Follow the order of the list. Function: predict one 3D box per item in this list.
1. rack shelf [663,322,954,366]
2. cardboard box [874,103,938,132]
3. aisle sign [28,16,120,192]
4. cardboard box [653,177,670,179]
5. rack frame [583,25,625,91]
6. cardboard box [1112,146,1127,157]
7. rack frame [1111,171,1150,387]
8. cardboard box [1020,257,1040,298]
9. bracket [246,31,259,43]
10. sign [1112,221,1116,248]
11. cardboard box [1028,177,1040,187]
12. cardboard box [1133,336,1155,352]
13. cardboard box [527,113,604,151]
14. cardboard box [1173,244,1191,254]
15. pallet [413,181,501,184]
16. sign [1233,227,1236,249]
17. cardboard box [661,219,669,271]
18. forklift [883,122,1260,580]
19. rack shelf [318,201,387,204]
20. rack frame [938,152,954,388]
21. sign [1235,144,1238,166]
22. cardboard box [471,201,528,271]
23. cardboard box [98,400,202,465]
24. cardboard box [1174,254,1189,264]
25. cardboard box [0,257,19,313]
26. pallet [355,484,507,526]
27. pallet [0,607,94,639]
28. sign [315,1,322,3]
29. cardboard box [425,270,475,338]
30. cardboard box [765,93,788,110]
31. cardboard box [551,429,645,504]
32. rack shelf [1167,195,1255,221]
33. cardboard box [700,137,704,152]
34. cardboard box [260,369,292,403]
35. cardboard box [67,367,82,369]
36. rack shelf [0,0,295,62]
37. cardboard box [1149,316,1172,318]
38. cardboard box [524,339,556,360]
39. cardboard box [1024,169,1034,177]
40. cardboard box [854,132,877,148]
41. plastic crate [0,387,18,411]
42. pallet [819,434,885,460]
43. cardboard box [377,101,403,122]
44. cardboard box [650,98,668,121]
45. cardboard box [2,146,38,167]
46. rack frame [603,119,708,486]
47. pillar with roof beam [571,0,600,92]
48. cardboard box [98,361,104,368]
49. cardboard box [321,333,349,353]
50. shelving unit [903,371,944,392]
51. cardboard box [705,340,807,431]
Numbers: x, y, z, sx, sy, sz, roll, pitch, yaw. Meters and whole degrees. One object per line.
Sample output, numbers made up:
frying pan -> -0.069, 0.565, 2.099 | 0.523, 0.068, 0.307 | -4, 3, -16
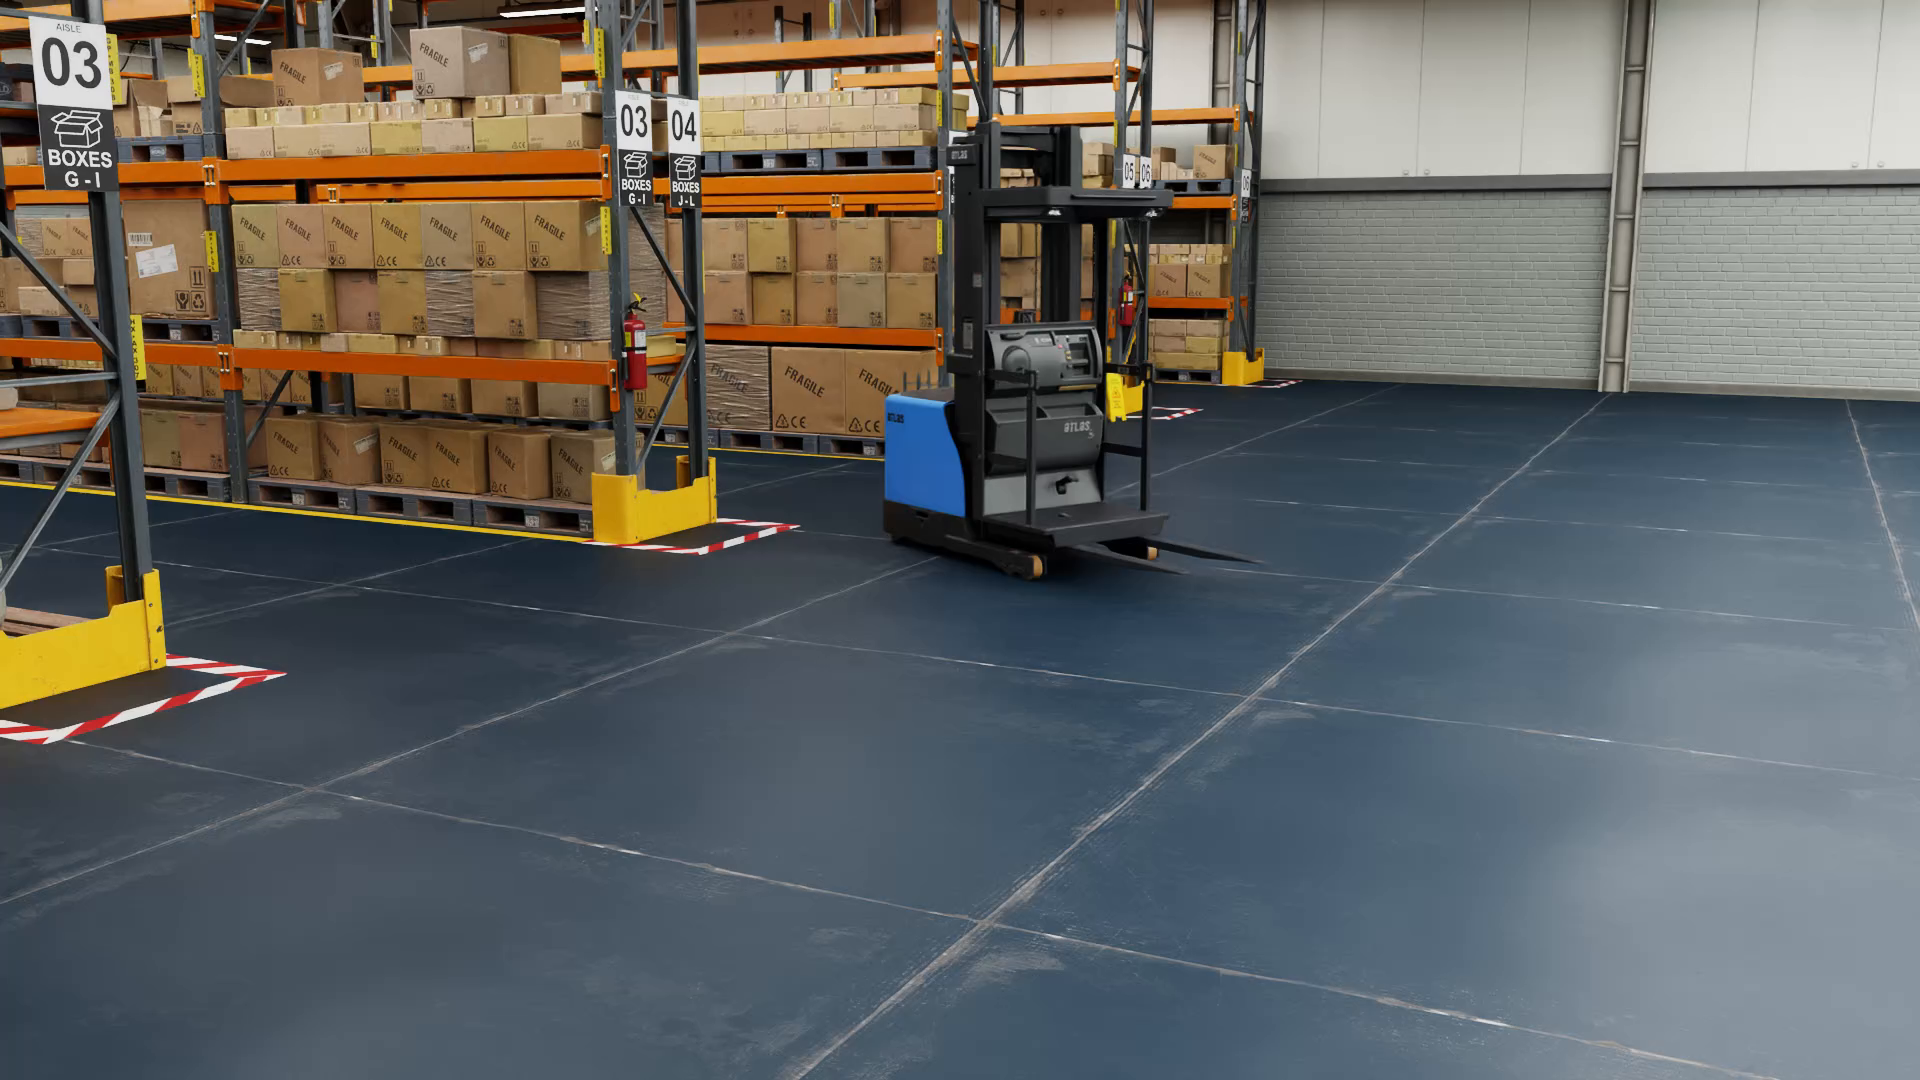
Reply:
rack shelf -> -1.736, -2.128, 17.585 | 4.000, 0.370, 1.077 | 5, 11, 26
cardboard box -> -0.505, -4.123, 16.291 | 0.500, 0.250, 0.500 | 5, 11, 27
aisle sign -> -4.225, -2.070, 7.943 | 0.004, 0.787, 0.394 | 5, 11, 26
cardboard box -> -4.171, -5.202, 23.848 | 0.500, 0.500, 0.700 | 5, 11, 26
rack frame -> -6.411, -7.814, 30.135 | 0.127, 3.000, 1.000 | 5, 11, 26
cardboard box -> 1.929, -4.928, 21.082 | 0.250, 0.149, 0.380 | 5, 11, 25
rack frame -> 2.157, -3.123, 21.063 | 0.127, 3.000, 1.000 | 5, 11, 26
cardboard box -> 1.102, -3.357, 21.243 | 0.500, 0.500, 0.500 | 5, 11, 26
bracket -> -14.672, -10.419, 34.425 | 0.430, 0.232, 0.235 | 5, 11, 26
sign -> 1.894, -3.761, 20.450 | 0.005, 0.325, 0.100 | 5, 11, 26
cardboard box -> 1.055, -4.530, 21.121 | 0.250, 0.149, 0.380 | 5, 11, 26
cardboard box -> 2.858, -3.083, 25.978 | 0.500, 0.250, 0.500 | 5, 11, 25
cardboard box -> -2.772, -2.940, 12.050 | 0.500, 0.250, 0.500 | 5, 12, 27
cardboard box -> 3.454, -4.456, 25.491 | 0.250, 0.149, 0.380 | 5, 12, 27
pallet -> -5.511, -4.208, 19.166 | 1.213, 0.211, 1.003 | 6, 12, 28
sign -> 4.098, -4.517, 24.848 | 0.005, 0.325, 0.100 | 5, 11, 26
cardboard box -> -3.214, -3.210, 18.092 | 0.550, 0.550, 0.875 | 5, 11, 26
forklift -> 0.704, -1.279, 11.067 | 1.130, 2.935, 3.031 | -7, 13, -35
rack shelf -> -10.398, -5.348, 26.955 | 4.000, 0.370, 1.077 | 5, 11, 26
rack frame -> 0.058, -2.324, 16.651 | 0.127, 3.000, 1.000 | 5, 11, 26
sign -> 4.098, -5.703, 24.633 | 0.005, 0.325, 0.100 | 5, 11, 26
cardboard box -> -3.281, -2.270, 12.427 | 0.500, 0.500, 0.500 | 5, 11, 26
cardboard box -> -7.277, -0.978, 14.997 | 0.500, 0.500, 0.700 | 4, 11, 21
cardboard box -> 3.467, -4.313, 25.534 | 0.250, 0.149, 0.380 | 5, 12, 27
cardboard box -> -8.900, -2.390, 15.555 | 0.500, 0.500, 0.500 | 4, 11, 19
pallet -> -4.099, -0.340, 13.516 | 1.213, 0.211, 1.003 | 5, 11, 26
pallet -> -5.234, 0.560, 8.545 | 1.213, 0.211, 1.003 | 5, 11, 26
sign -> -7.348, -6.318, 19.026 | 0.005, 0.325, 0.100 | 5, 11, 26
cardboard box -> -3.639, -1.850, 12.914 | 0.500, 0.500, 0.875 | 5, 11, 26
cardboard box -> -1.762, -4.418, 16.800 | 0.250, 0.149, 0.380 | 5, 11, 26
cardboard box -> -2.780, -0.569, 12.790 | 0.500, 0.500, 0.500 | 8, 13, 36
rack shelf -> 2.557, -5.196, 26.112 | 4.000, 0.370, 1.077 | 5, 11, 26
cardboard box -> -2.673, -4.105, 17.312 | 0.250, 0.149, 0.380 | 5, 11, 25
cardboard box -> -8.286, -1.983, 20.604 | 0.500, 0.500, 0.500 | 6, 12, 28
cardboard box -> -11.623, -2.232, 22.130 | 0.250, 0.149, 0.380 | 5, 11, 24
rack shelf -> -7.608, -4.414, 14.495 | 4.000, 0.370, 1.077 | 5, 11, 26
cardboard box -> 3.110, -3.410, 26.381 | 0.500, 0.250, 0.500 | 5, 11, 25
cardboard box -> -3.045, -1.437, 12.455 | 0.250, 0.149, 0.380 | 5, 11, 26
cardboard box -> 1.135, -4.711, 21.000 | 0.500, 0.250, 0.500 | 5, 11, 25
cardboard box -> -0.847, -3.945, 16.427 | 0.250, 0.149, 0.380 | 5, 11, 27
plastic crate -> -5.079, -0.741, 8.644 | 0.250, 0.136, 0.298 | 5, 11, 26
pallet -> -0.694, -1.003, 17.178 | 1.213, 0.211, 1.003 | 5, 11, 26
cardboard box -> -4.227, -3.267, 12.740 | 0.250, 0.149, 0.380 | 5, 12, 27
cardboard box -> -2.372, -3.197, 12.352 | 0.250, 0.149, 0.380 | 5, 11, 25
cardboard box -> -8.167, -3.416, 14.679 | 0.500, 0.250, 0.500 | 5, 12, 27
rack frame -> -2.228, -1.540, 12.318 | 0.127, 3.000, 1.000 | 5, 11, 26
pillar with roof beam -> -8.542, -7.325, 27.435 | 0.548, 9.000, 9.100 | 5, 11, 26
cardboard box -> -11.138, -2.353, 21.964 | 0.250, 0.149, 0.380 | 5, 12, 27
cardboard box -> -4.866, -1.585, 13.272 | 0.250, 0.149, 0.380 | 5, 11, 26
shelving unit -> -0.270, -0.656, 12.486 | 0.258, 1.200, 0.189 | -7, 13, -35
cardboard box -> -2.186, -1.670, 17.819 | 0.875, 0.875, 0.875 | 5, 11, 26
